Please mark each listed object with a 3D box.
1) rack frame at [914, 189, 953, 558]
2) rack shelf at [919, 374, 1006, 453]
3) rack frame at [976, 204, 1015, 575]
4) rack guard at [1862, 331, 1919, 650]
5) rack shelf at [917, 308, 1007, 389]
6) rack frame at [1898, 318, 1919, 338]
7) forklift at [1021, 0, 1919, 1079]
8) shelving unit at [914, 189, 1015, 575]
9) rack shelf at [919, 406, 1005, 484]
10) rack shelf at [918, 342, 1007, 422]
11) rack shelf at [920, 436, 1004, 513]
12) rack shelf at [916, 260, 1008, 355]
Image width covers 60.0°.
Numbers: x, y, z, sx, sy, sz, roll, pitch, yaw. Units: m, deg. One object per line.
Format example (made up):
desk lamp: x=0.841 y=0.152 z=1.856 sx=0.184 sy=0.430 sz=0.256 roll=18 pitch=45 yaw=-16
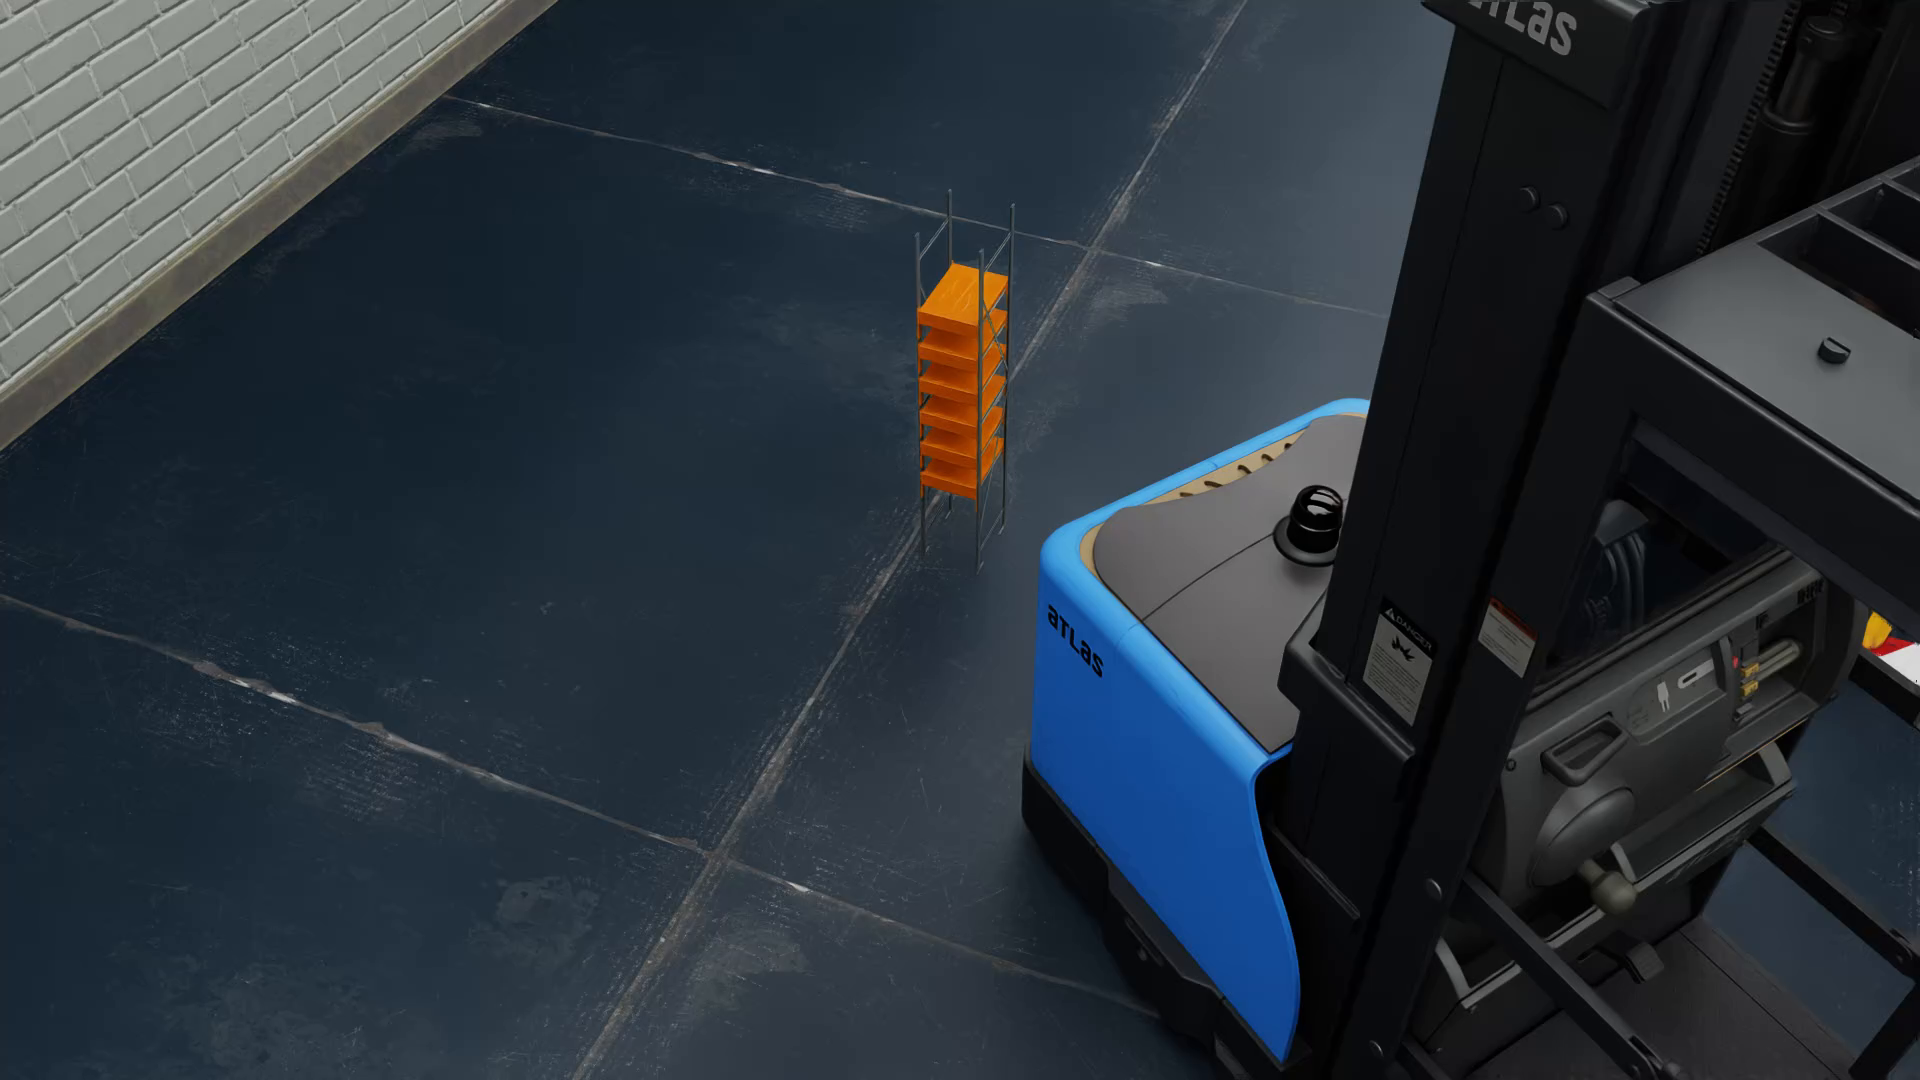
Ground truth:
rack frame: x=-0.071 y=-0.446 z=4.848 sx=0.006 sy=1.200 sz=0.240 roll=16 pitch=47 yaw=16
rack shelf: x=0.013 y=-0.390 z=4.854 sx=0.180 sy=0.103 sz=0.258 roll=16 pitch=47 yaw=16
rack frame: x=0.098 y=-0.397 z=4.798 sx=0.006 sy=1.200 sz=0.240 roll=16 pitch=47 yaw=16
rack guard: x=2.795 y=-0.265 z=5.162 sx=0.348 sy=0.500 sz=1.175 roll=16 pitch=47 yaw=16
rack shelf: x=0.013 y=-0.560 z=4.685 sx=0.180 sy=0.103 sz=0.258 roll=16 pitch=47 yaw=16
rack frame: x=2.818 y=-1.145 z=4.274 sx=0.127 sy=3.000 sz=1.000 roll=16 pitch=47 yaw=16
forklift: x=1.381 y=0.407 z=2.763 sx=1.130 sy=2.935 sz=3.031 roll=-24 pitch=50 yaw=-22
shelving unit: x=0.013 y=-0.421 z=4.823 sx=0.189 sy=1.200 sz=0.258 roll=16 pitch=47 yaw=16
rack shelf: x=0.013 y=-0.305 z=4.939 sx=0.180 sy=0.103 sz=0.258 roll=16 pitch=47 yaw=16
rack shelf: x=0.013 y=-0.475 z=4.770 sx=0.180 sy=0.103 sz=0.258 roll=16 pitch=47 yaw=16
rack shelf: x=0.013 y=-0.220 z=5.023 sx=0.180 sy=0.103 sz=0.258 roll=16 pitch=47 yaw=16
rack shelf: x=0.013 y=-0.645 z=4.600 sx=0.180 sy=0.103 sz=0.258 roll=16 pitch=47 yaw=16
